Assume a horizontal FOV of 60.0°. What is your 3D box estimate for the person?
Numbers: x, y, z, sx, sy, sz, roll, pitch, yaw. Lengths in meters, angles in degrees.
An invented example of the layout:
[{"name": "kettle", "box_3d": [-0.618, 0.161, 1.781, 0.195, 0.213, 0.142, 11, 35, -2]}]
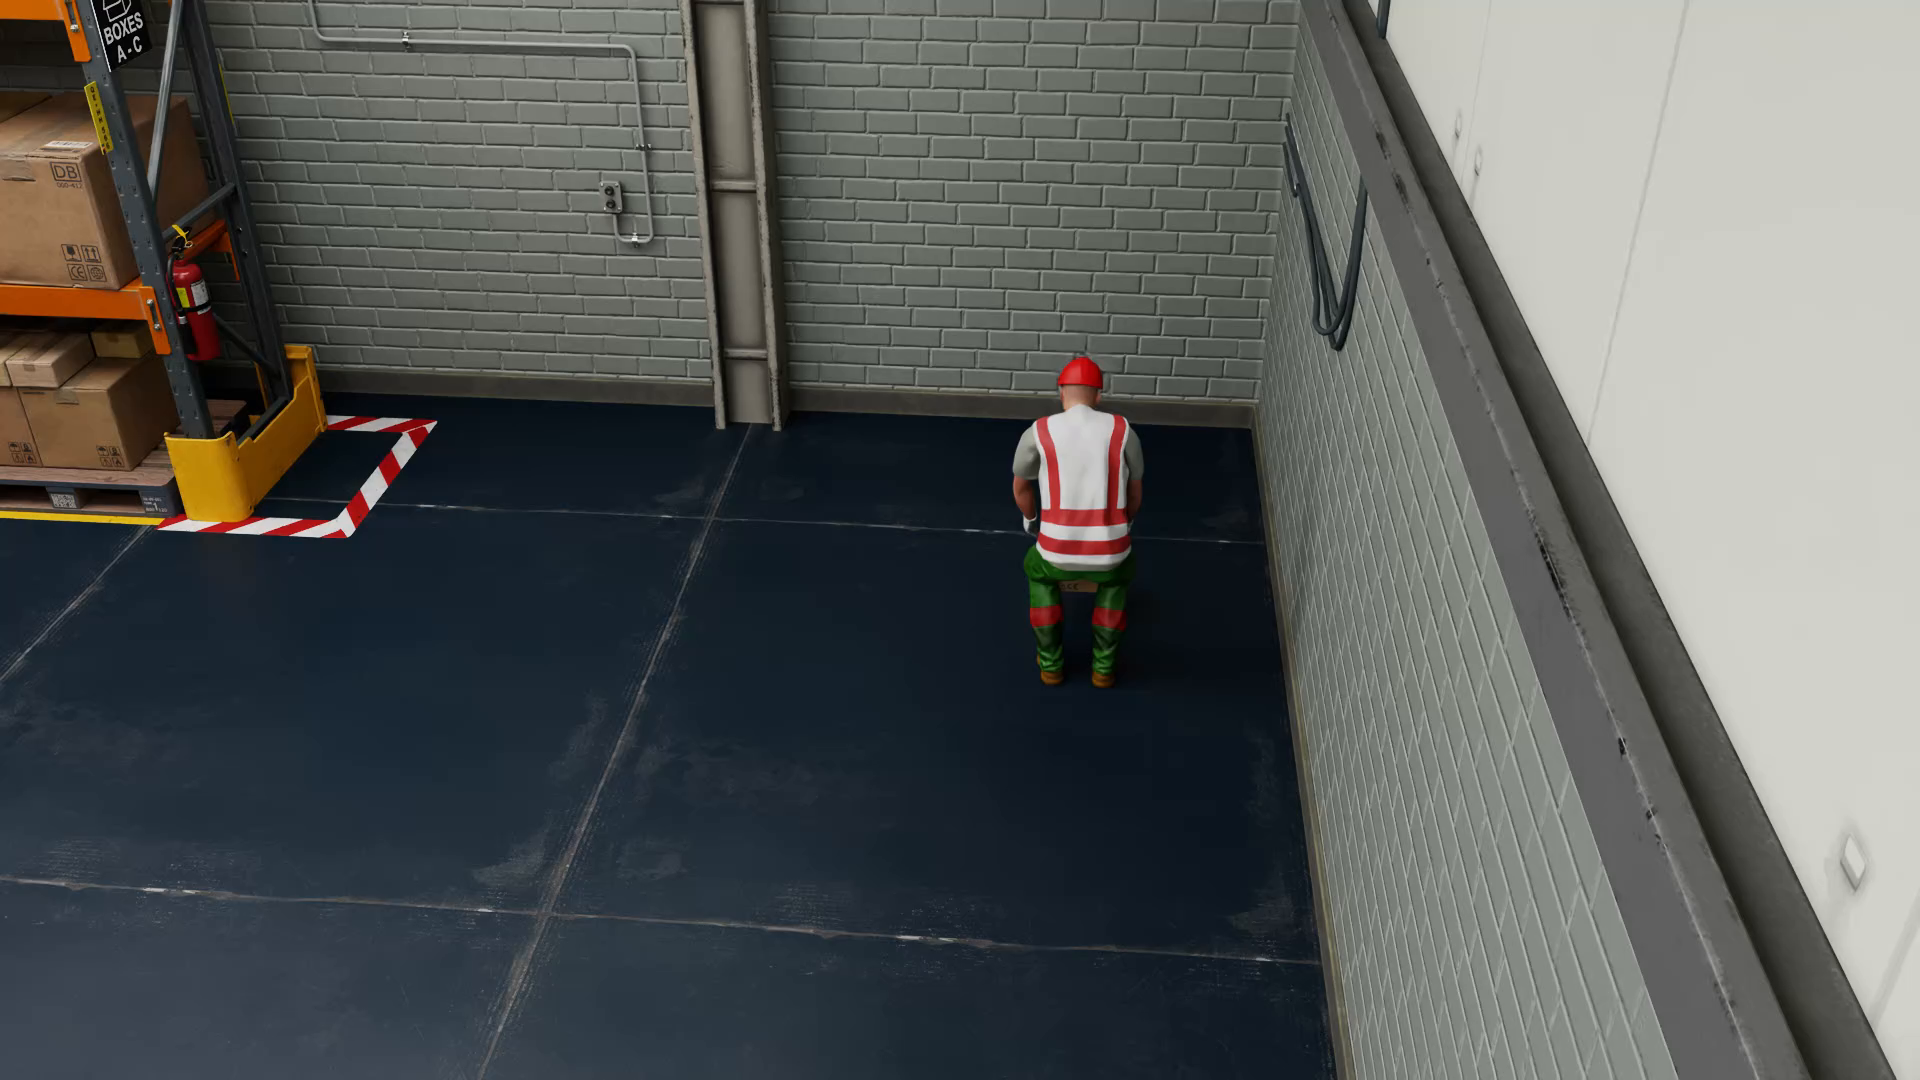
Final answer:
[{"name": "person", "box_3d": [0.519, -0.047, 7.491, 0.582, 1.472, 0.730, 3, 32, 4]}]
